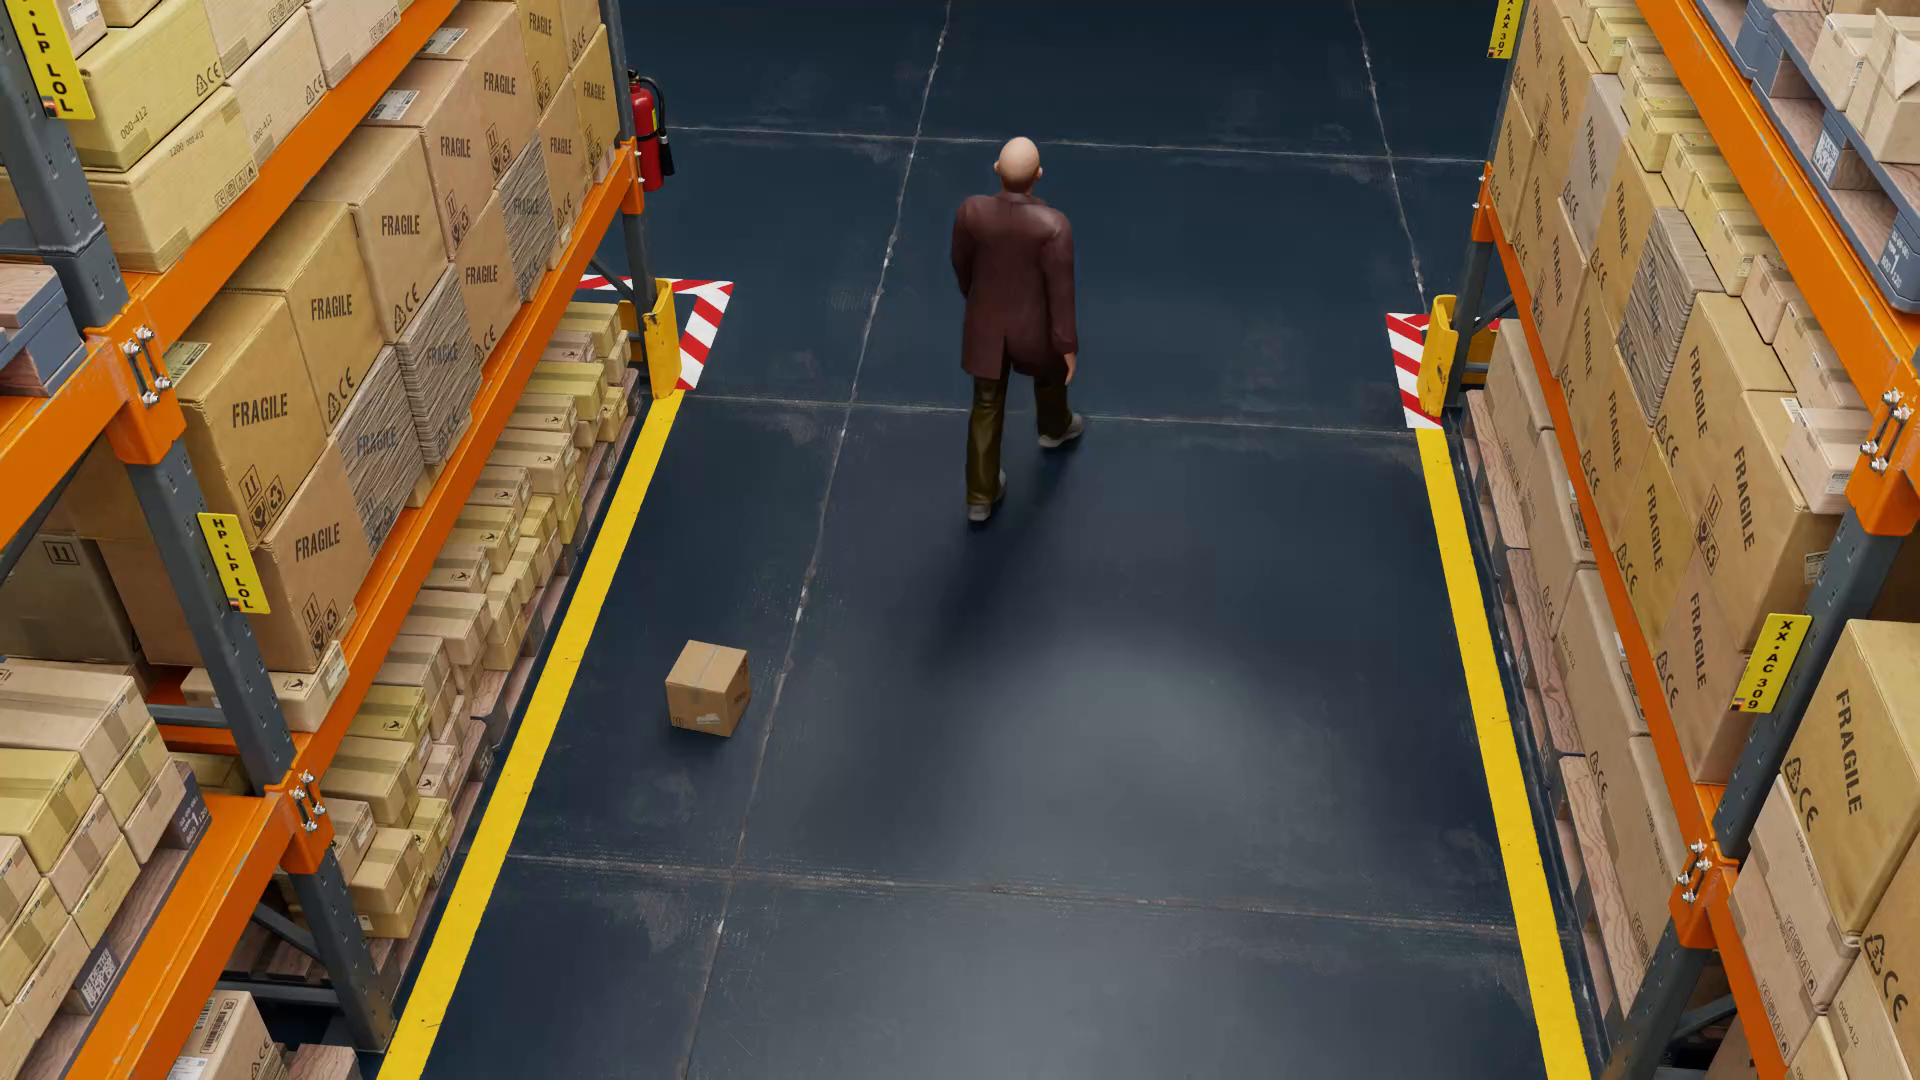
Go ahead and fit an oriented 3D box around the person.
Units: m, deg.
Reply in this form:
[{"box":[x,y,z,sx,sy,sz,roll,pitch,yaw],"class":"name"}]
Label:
[{"box":[0.271,-1.007,7.374,0.621,1.763,0.976,10,41,12],"class":"person"}]
